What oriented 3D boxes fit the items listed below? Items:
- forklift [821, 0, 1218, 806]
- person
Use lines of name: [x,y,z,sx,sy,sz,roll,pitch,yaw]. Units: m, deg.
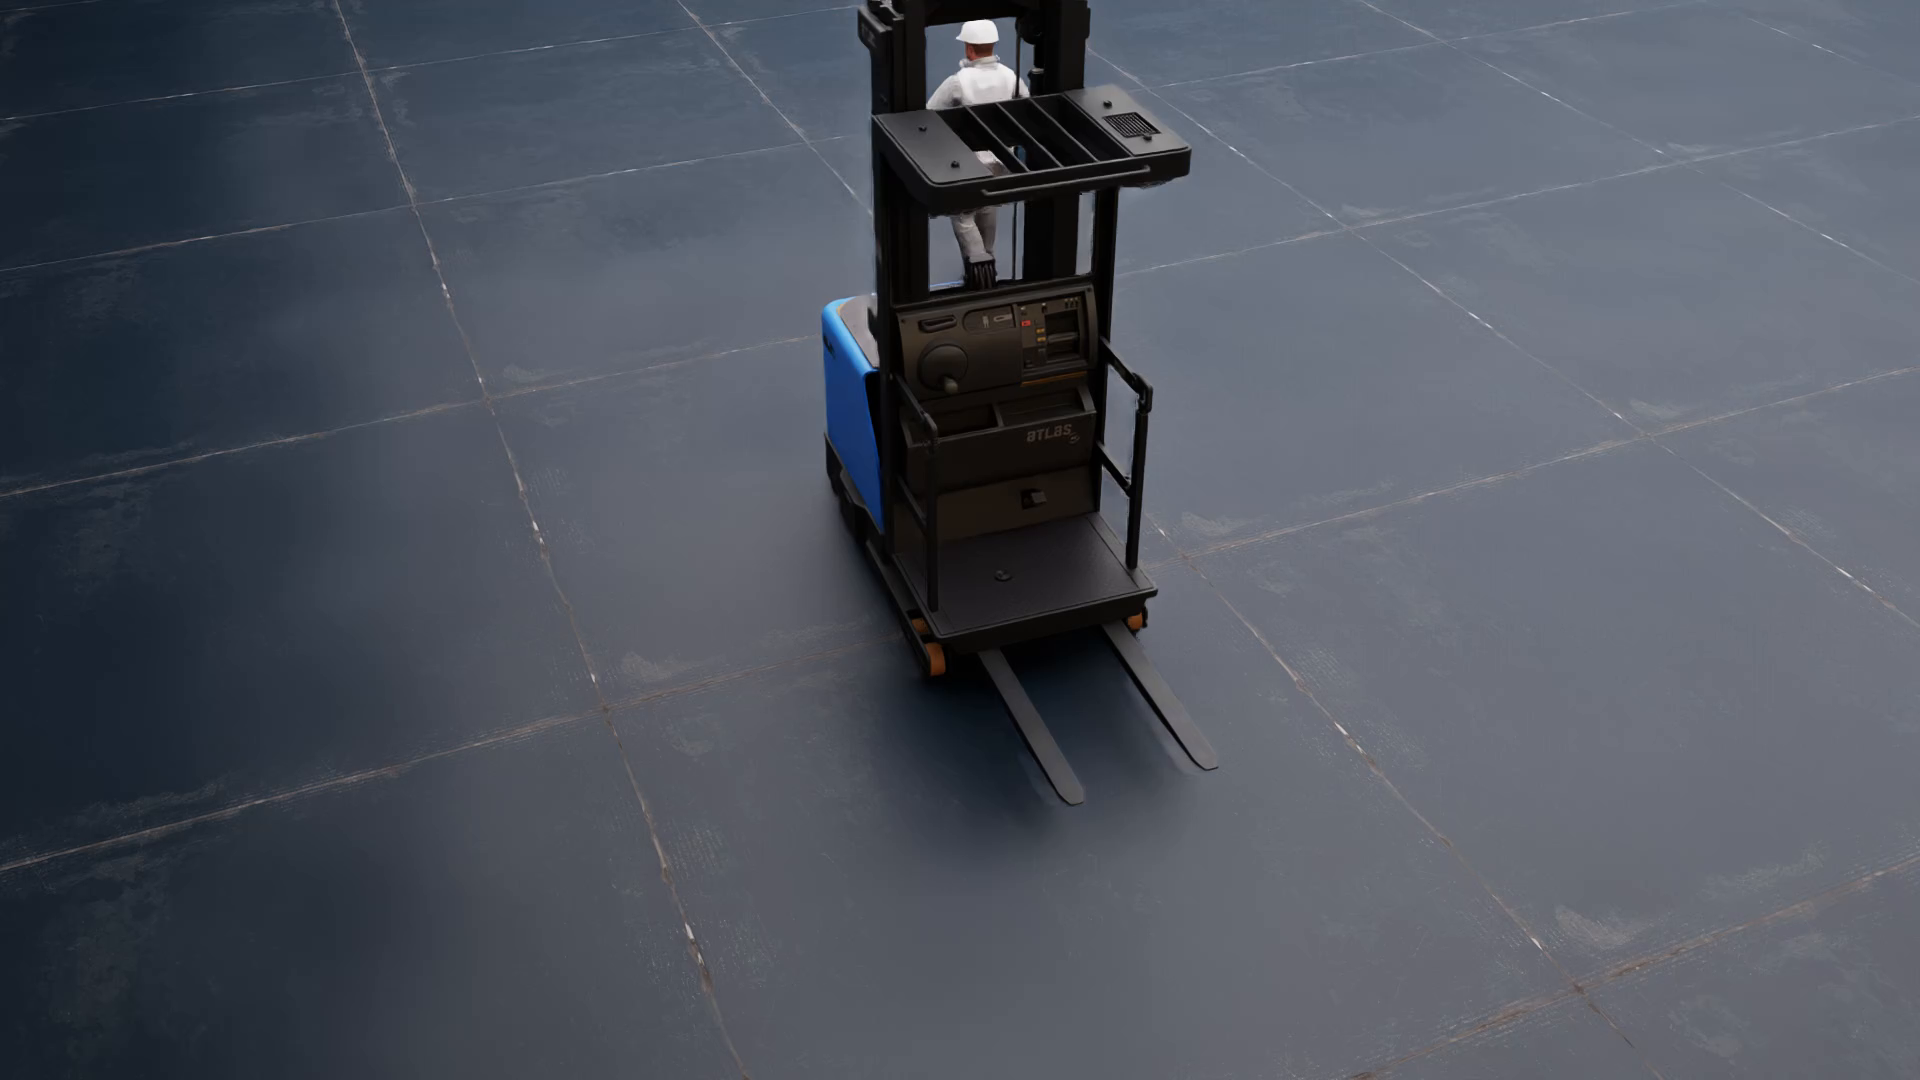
forklift: [0.250,-0.829,7.264,1.130,2.935,3.031,-12,37,-16]
person: [0.134,-2.477,10.614,0.934,1.753,0.751,-15,38,-20]
